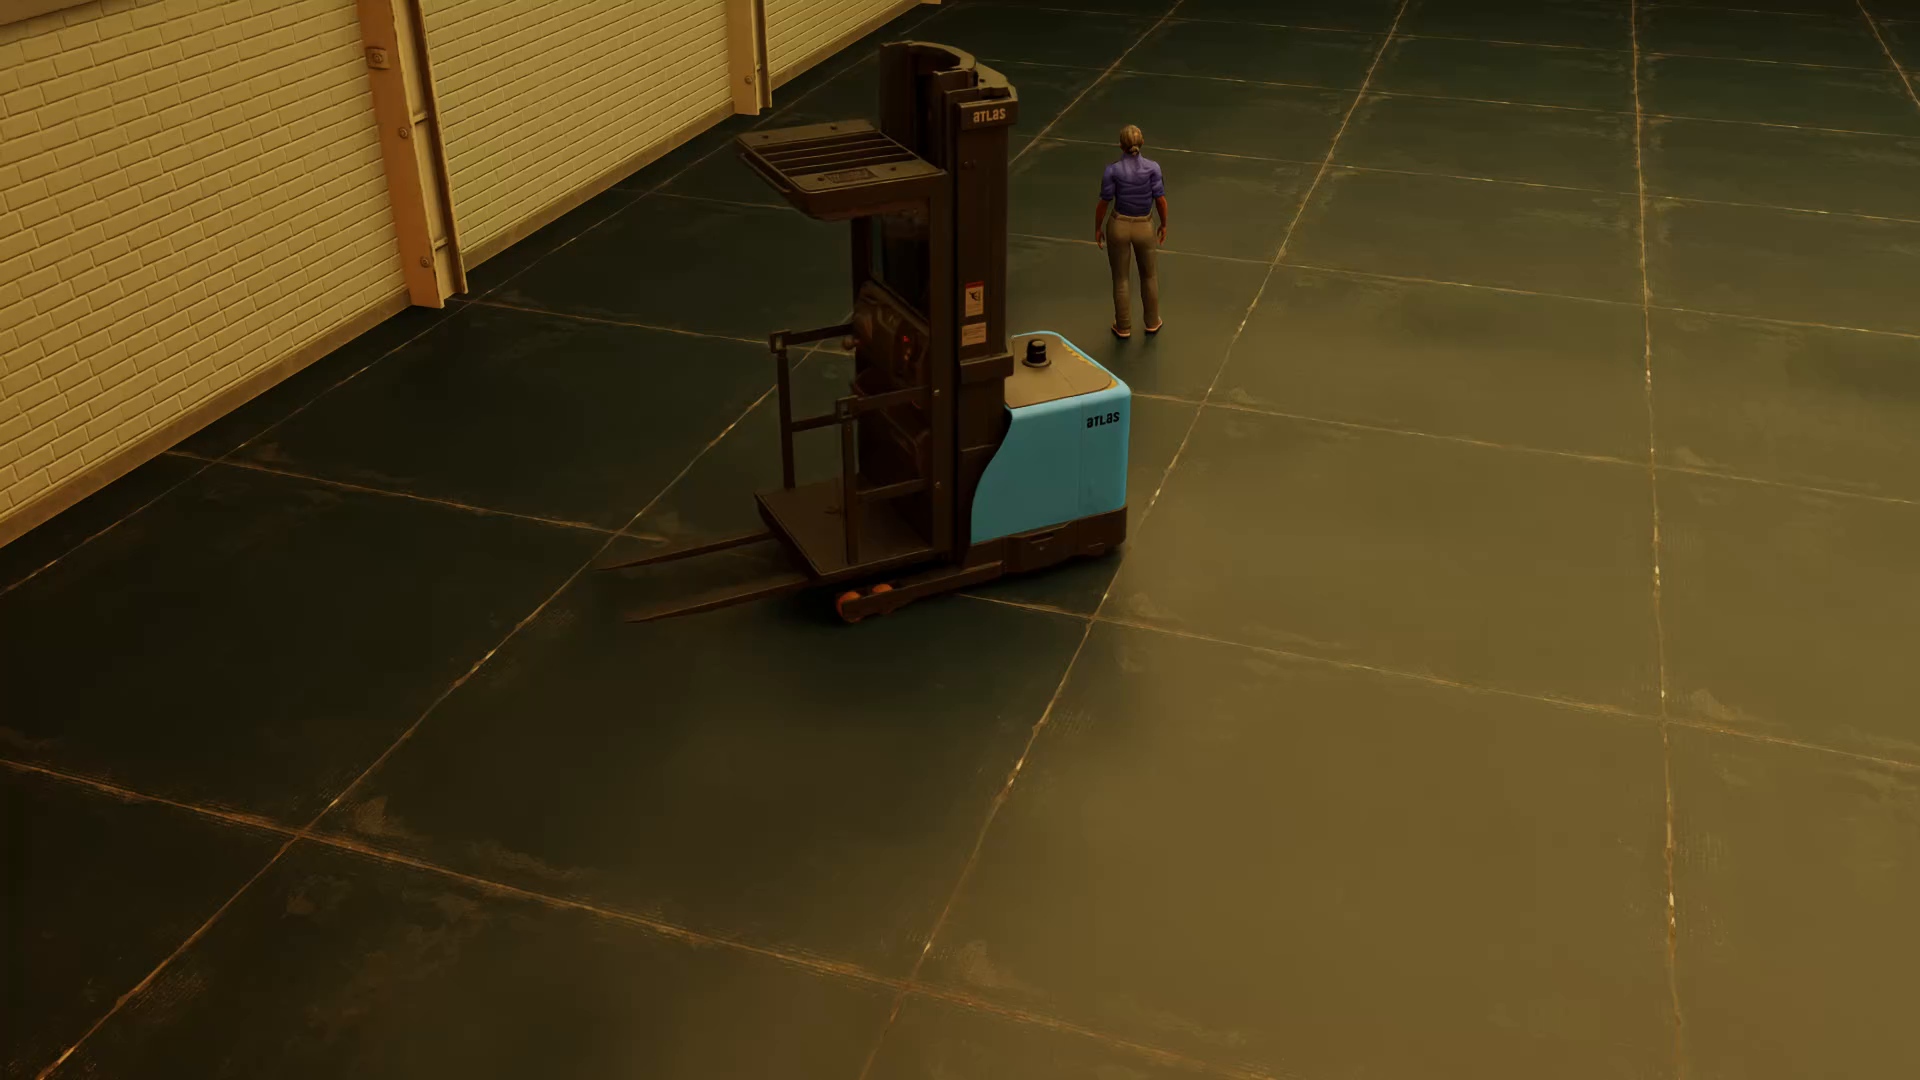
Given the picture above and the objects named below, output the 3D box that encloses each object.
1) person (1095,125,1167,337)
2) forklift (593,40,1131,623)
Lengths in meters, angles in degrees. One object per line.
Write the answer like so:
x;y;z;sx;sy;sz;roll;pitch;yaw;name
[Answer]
1.295;-2.331;12.515;0.569;1.640;0.504;1;30;2;person
-0.566;-1.113;9.088;3.031;2.935;1.130;-13;32;-22;forklift
